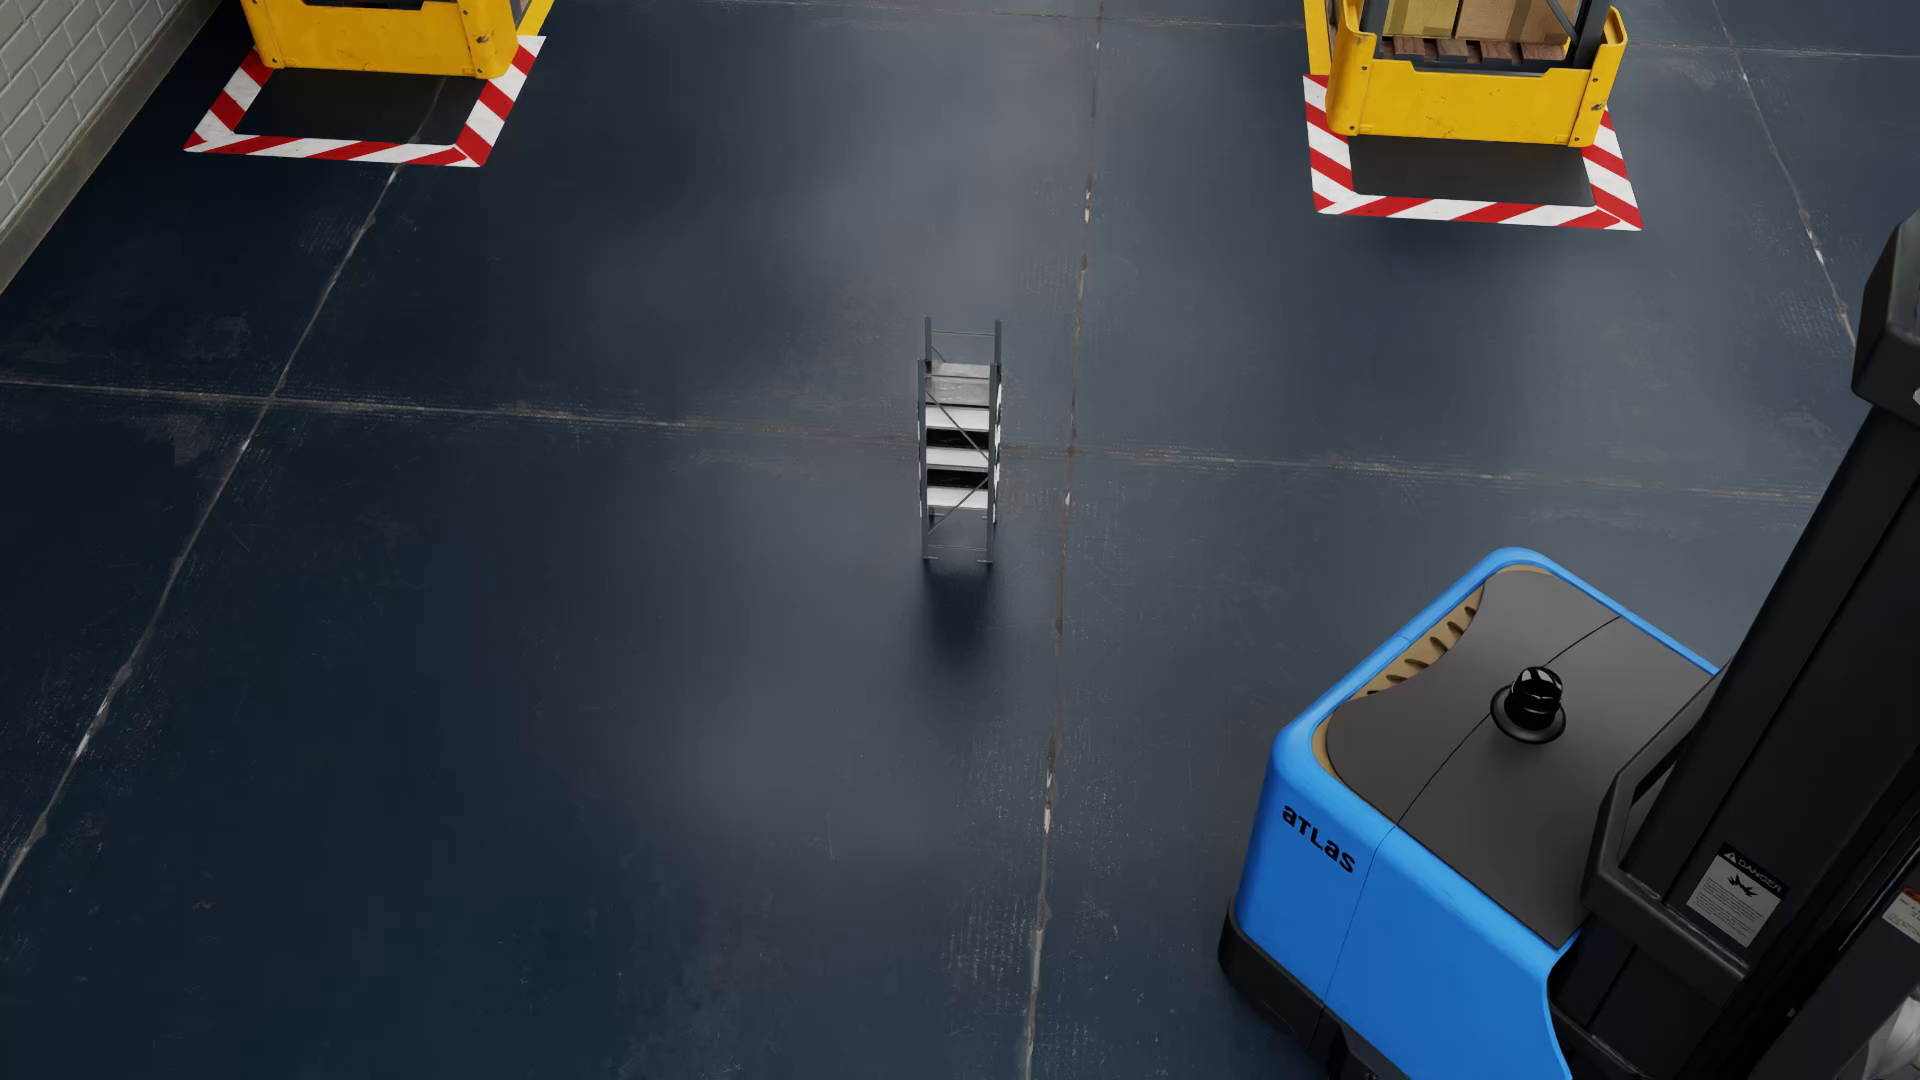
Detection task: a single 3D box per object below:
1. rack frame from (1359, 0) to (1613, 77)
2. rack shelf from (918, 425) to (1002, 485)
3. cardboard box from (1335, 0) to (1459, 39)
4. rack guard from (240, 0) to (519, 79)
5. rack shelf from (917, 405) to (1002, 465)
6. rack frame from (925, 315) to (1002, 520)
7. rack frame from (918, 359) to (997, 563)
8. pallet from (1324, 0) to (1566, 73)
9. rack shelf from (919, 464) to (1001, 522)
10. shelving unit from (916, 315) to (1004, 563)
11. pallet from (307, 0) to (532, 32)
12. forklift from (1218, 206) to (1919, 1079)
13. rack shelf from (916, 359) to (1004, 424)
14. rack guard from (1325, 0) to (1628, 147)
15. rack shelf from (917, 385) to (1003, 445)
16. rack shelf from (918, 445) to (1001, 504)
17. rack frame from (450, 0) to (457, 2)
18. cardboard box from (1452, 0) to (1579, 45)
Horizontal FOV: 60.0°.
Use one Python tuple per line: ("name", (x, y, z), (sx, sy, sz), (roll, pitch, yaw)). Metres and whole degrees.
("rack frame", (2.241, -2.924, 6.391), (1.000, 3.000, 0.127), (4, 48, 4))
("rack shelf", (0.001, -0.287, 5.448), (0.258, 0.077, 0.200), (4, 48, 4))
("cardboard box", (1.995, -2.551, 7.629), (0.500, 0.250, 0.500), (4, 48, 4))
("rack guard", (-2.686, -2.466, 7.667), (1.175, 0.500, 0.348), (4, 48, 4))
("rack shelf", (0.001, -0.348, 5.382), (0.258, 0.077, 0.200), (4, 48, 4))
("rack frame", (0.010, -0.384, 5.492), (0.240, 0.900, 0.006), (4, 48, 4))
("rack frame", (-0.009, -0.235, 5.355), (0.240, 0.900, 0.006), (4, 48, 4))
("pallet", (2.269, -2.547, 7.937), (1.003, 0.211, 1.213), (4, 48, 4))
("rack shelf", (0.001, -0.166, 5.581), (0.258, 0.077, 0.200), (4, 48, 4))
("shelving unit", (0.001, -0.310, 5.423), (0.258, 0.900, 0.210), (4, 48, 4))
("pallet", (-2.576, -2.963, 8.317), (1.003, 0.211, 1.213), (4, 48, 4))
("forklift", (2.078, 0.771, 3.058), (1.130, 2.935, 3.031), (-34, 56, -27))
("rack shelf", (0.001, -0.469, 5.249), (0.258, 0.077, 0.200), (4, 48, 4))
("rack guard", (2.239, -2.062, 7.297), (1.175, 0.500, 0.348), (4, 48, 4))
("rack shelf", (0.001, -0.409, 5.315), (0.258, 0.077, 0.200), (4, 48, 4))
("rack shelf", (0.001, -0.226, 5.514), (0.258, 0.077, 0.200), (4, 48, 4))
("rack frame", (-2.693, -3.254, 6.693), (1.000, 3.000, 0.127), (4, 48, 4))
("cardboard box", (2.511, -2.516, 7.598), (0.500, 0.250, 0.500), (4, 48, 4))
